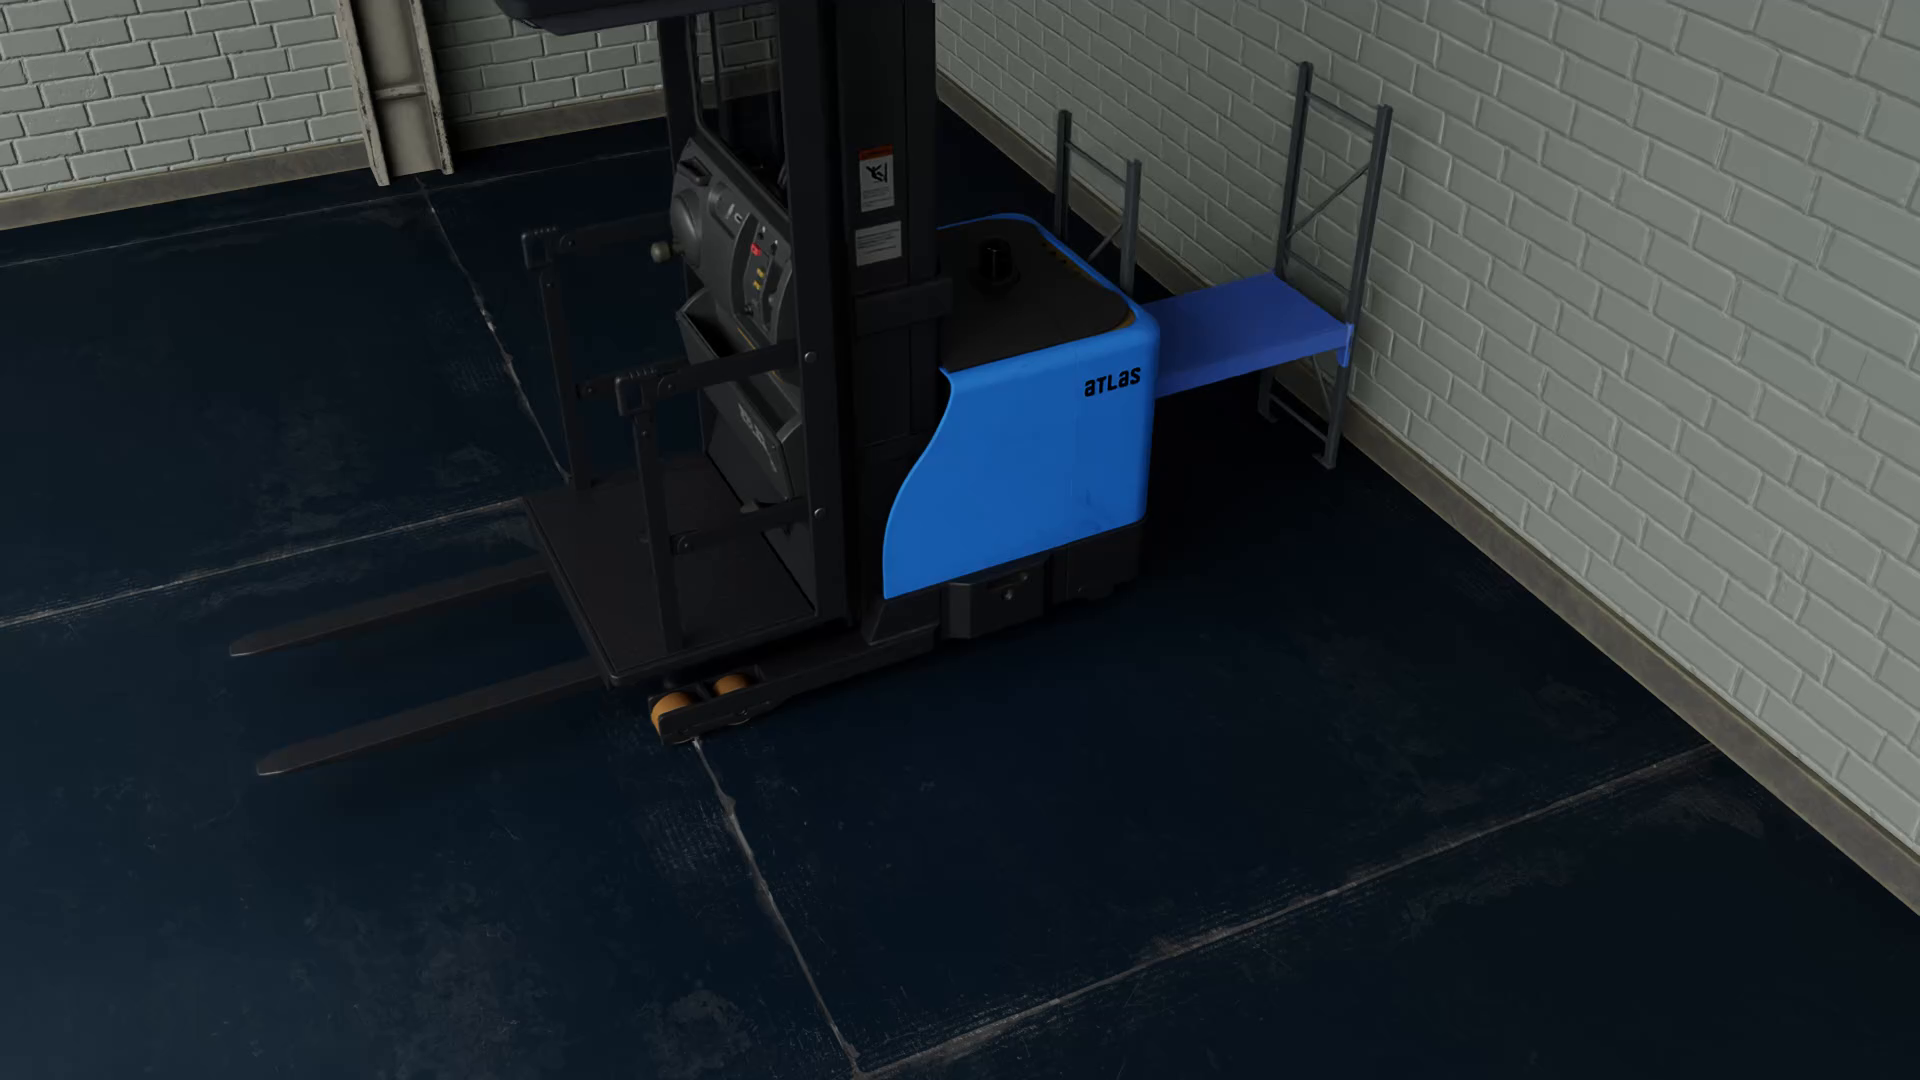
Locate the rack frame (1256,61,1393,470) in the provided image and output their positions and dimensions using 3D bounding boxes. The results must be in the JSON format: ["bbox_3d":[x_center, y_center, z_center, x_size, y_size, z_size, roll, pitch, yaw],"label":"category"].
[{"bbox_3d":[1.371,-1.019,6.365,0.032,1.500,0.500,-17,40,-21],"label":"rack frame"}]

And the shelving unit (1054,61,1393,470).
[{"bbox_3d":[0.917,-0.883,6.181,1.048,1.500,0.538,-17,40,-21],"label":"shelving unit"}]

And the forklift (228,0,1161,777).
[{"bbox_3d":[-0.879,-0.881,4.978,3.031,2.935,1.130,-17,40,-21],"label":"forklift"}]

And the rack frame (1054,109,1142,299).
[{"bbox_3d":[0.463,-0.747,5.998,0.032,1.500,0.500,-17,40,-21],"label":"rack frame"}]

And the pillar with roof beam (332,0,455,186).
[{"bbox_3d":[-1.117,-3.290,3.132,0.400,9.000,9.100,-16,39,-20],"label":"pillar with roof beam"}]

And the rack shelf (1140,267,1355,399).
[{"bbox_3d":[0.917,-0.738,6.288,1.000,0.185,0.538,-17,40,-21],"label":"rack shelf"}]
